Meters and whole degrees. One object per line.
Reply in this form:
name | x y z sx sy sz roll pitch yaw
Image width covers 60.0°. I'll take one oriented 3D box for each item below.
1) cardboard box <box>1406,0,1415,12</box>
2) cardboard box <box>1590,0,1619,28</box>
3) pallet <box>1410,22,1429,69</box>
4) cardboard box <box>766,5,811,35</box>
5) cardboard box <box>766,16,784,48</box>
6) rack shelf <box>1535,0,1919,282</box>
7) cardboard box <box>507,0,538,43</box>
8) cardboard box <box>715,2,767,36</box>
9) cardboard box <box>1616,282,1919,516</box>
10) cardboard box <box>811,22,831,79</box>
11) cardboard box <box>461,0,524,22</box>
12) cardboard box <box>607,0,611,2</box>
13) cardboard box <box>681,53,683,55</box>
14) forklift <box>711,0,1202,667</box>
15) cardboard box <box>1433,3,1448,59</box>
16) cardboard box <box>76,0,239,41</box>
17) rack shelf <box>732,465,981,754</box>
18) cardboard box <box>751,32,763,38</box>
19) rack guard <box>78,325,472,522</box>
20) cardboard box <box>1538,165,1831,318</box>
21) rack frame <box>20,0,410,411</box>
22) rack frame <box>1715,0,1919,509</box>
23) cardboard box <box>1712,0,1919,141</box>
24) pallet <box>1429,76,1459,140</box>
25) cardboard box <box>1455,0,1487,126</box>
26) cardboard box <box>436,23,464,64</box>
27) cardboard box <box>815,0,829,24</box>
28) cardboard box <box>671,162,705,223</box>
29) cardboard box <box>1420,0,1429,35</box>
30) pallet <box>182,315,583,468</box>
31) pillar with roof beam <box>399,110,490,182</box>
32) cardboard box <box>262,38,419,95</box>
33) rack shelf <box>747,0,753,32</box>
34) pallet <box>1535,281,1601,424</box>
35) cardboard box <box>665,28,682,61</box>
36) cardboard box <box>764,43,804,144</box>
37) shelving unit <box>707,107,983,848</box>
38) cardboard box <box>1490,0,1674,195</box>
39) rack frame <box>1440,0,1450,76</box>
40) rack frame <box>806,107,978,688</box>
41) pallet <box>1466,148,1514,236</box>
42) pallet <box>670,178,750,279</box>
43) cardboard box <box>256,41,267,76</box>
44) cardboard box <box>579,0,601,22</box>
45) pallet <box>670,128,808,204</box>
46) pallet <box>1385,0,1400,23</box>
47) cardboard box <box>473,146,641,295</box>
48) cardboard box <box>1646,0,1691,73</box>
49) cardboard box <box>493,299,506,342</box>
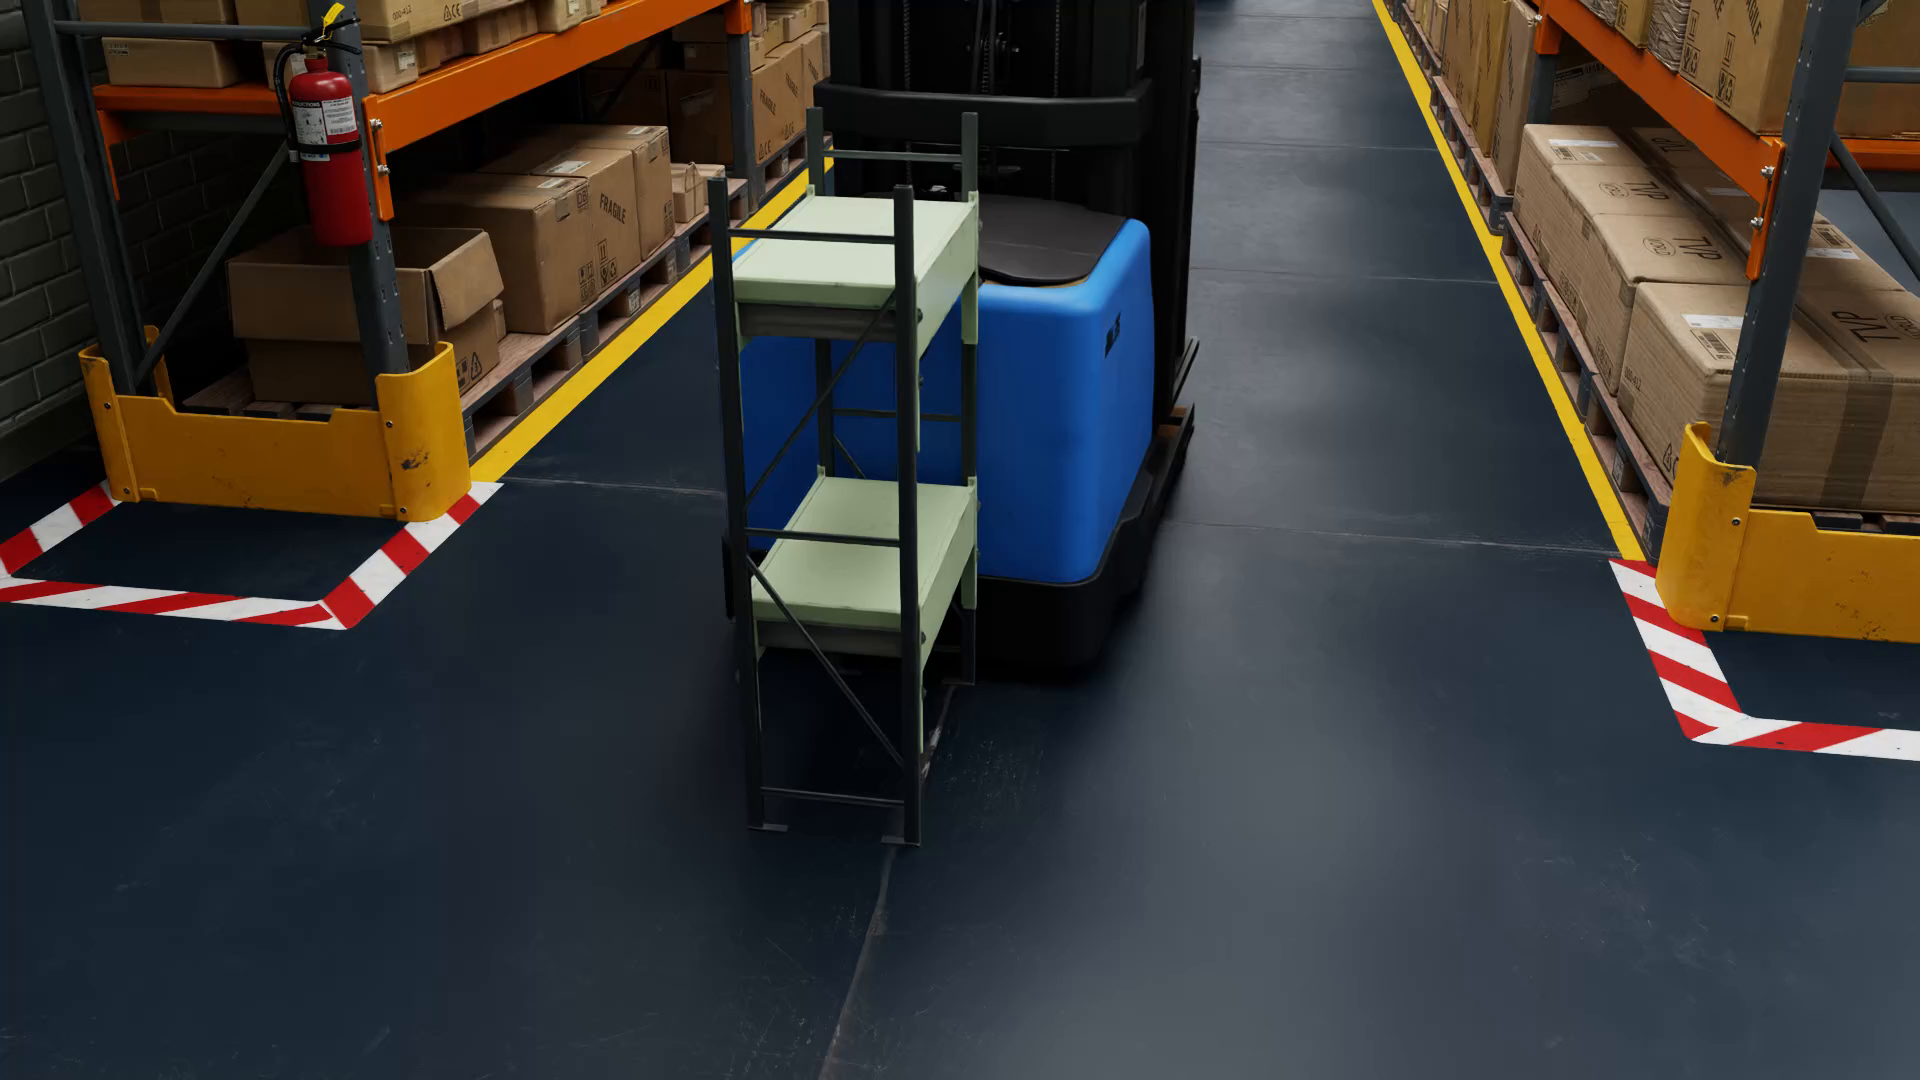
cardboard box | 4.516 -4.949 14.888 0.950 0.372 0.625 4 25 9
cardboard box | 2.783 -2.272 6.447 0.500 0.500 0.500 4 25 9
pallet | 4.276 -4.068 13.691 1.003 0.211 1.213 4 25 9
cardboard box | -1.133 -3.198 10.233 0.380 0.149 0.250 5 26 10
cardboard box | -1.254 -2.993 9.794 0.380 0.149 0.250 4 25 8
rack shelf | 2.965 -1.660 6.107 1.077 0.370 4.000 4 25 9
cardboard box | -1.791 -1.931 6.134 0.380 0.149 0.250 4 25 9
cardboard box | -1.290 -2.895 9.233 0.380 0.149 0.250 3 25 6
cardboard box | 2.647 -0.462 5.226 0.875 0.438 0.875 3 25 7
cardboard box | -1.051 -3.058 10.697 0.500 0.500 0.500 3 25 7
cardboard box | -1.837 -1.940 5.683 0.500 0.250 0.500 4 25 9
cardboard box | -1.685 -2.362 7.055 0.380 0.149 0.250 4 25 9
cardboard box | -1.728 -2.655 9.838 0.500 0.500 0.500 3 25 6
forklift | 0.215 -1.594 5.199 1.130 2.935 3.031 6 26 13
cardboard box | 4.048 -3.731 12.287 0.950 0.372 0.625 2 25 5
cardboard box | -2.446 -1.769 5.317 0.500 0.250 0.500 5 26 10
rack shelf | -0.222 0.141 3.949 0.431 0.370 0.720 4 25 9
cardboard box | -1.316 -2.769 9.316 0.380 0.149 0.250 3 25 7
rack guard | -2.247 -0.391 5.496 1.175 0.500 0.348 4 25 9
cardboard box | 2.938 -1.222 6.850 0.875 0.438 0.875 3 25 7
rack frame | -2.259 -1.492 4.898 1.000 3.000 0.127 4 25 9
rack frame | 2.638 -1.149 4.167 1.000 3.000 0.127 4 25 9
cardboard box | 2.456 -1.415 4.616 0.500 0.500 0.500 4 25 9
pallet | 3.742 -2.908 11.213 1.003 0.211 1.213 4 25 9
cardboard box | 3.601 -3.067 10.275 0.875 0.875 0.875 4 25 9
cardboard box | -1.931 -1.718 5.679 0.380 0.149 0.250 4 25 8
cardboard box | -1.027 -3.413 10.690 0.380 0.149 0.250 3 25 6
cardboard box | -1.465 -1.714 8.103 0.396 0.266 0.258 5 26 10
cardboard box | 4.290 -4.357 13.624 0.950 0.372 0.625 5 26 10
pallet | -2.118 -0.594 6.270 1.003 0.211 1.213 4 25 9
pillar with roof beam | 1.638 -5.355 6.075 9.100 9.000 0.400 4 25 9
cardboard box | -1.935 -1.496 5.205 0.380 0.149 0.250 4 25 8
rack shelf | -1.279 -3.675 10.412 1.077 0.370 4.000 4 25 9
pallet | 2.893 -0.735 6.571 1.003 0.211 1.213 4 25 9
cardboard box | -1.792 -2.801 9.383 0.380 0.149 0.250 4 25 9
cardboard box | -1.227 -2.633 9.790 0.500 0.500 0.500 4 25 8
shelving unit | -0.222 -0.155 3.811 0.431 1.500 0.755 4 25 9
cardboard box | 3.314 -2.315 8.668 0.875 0.875 0.875 5 26 10
rack frame | 3.945 -4.495 11.315 1.000 3.000 0.127 4 25 9
rack frame | -0.157 -0.307 4.137 0.400 1.500 0.023 4 25 9
pallet | 3.344 -1.887 9.033 1.003 0.211 1.213 4 25 9
pallet | -1.719 -1.614 8.450 1.003 0.211 1.213 4 25 9
cardboard box | -2.368 -1.637 5.505 0.380 0.149 0.250 5 26 10
cardboard box | -1.653 -2.143 6.587 0.380 0.149 0.250 5 25 10
pallet | -1.510 -2.244 9.796 1.003 0.211 1.213 4 25 9
pallet | 4.674 -5.189 16.086 1.003 0.211 1.213 4 25 9
cardboard box | -1.703 -1.368 7.087 0.500 0.500 0.500 4 25 9
cardboard box | 2.627 -1.839 5.523 0.500 0.500 0.500 5 26 10
cardboard box | -1.958 -0.815 6.320 0.380 0.149 0.250 3 25 6
